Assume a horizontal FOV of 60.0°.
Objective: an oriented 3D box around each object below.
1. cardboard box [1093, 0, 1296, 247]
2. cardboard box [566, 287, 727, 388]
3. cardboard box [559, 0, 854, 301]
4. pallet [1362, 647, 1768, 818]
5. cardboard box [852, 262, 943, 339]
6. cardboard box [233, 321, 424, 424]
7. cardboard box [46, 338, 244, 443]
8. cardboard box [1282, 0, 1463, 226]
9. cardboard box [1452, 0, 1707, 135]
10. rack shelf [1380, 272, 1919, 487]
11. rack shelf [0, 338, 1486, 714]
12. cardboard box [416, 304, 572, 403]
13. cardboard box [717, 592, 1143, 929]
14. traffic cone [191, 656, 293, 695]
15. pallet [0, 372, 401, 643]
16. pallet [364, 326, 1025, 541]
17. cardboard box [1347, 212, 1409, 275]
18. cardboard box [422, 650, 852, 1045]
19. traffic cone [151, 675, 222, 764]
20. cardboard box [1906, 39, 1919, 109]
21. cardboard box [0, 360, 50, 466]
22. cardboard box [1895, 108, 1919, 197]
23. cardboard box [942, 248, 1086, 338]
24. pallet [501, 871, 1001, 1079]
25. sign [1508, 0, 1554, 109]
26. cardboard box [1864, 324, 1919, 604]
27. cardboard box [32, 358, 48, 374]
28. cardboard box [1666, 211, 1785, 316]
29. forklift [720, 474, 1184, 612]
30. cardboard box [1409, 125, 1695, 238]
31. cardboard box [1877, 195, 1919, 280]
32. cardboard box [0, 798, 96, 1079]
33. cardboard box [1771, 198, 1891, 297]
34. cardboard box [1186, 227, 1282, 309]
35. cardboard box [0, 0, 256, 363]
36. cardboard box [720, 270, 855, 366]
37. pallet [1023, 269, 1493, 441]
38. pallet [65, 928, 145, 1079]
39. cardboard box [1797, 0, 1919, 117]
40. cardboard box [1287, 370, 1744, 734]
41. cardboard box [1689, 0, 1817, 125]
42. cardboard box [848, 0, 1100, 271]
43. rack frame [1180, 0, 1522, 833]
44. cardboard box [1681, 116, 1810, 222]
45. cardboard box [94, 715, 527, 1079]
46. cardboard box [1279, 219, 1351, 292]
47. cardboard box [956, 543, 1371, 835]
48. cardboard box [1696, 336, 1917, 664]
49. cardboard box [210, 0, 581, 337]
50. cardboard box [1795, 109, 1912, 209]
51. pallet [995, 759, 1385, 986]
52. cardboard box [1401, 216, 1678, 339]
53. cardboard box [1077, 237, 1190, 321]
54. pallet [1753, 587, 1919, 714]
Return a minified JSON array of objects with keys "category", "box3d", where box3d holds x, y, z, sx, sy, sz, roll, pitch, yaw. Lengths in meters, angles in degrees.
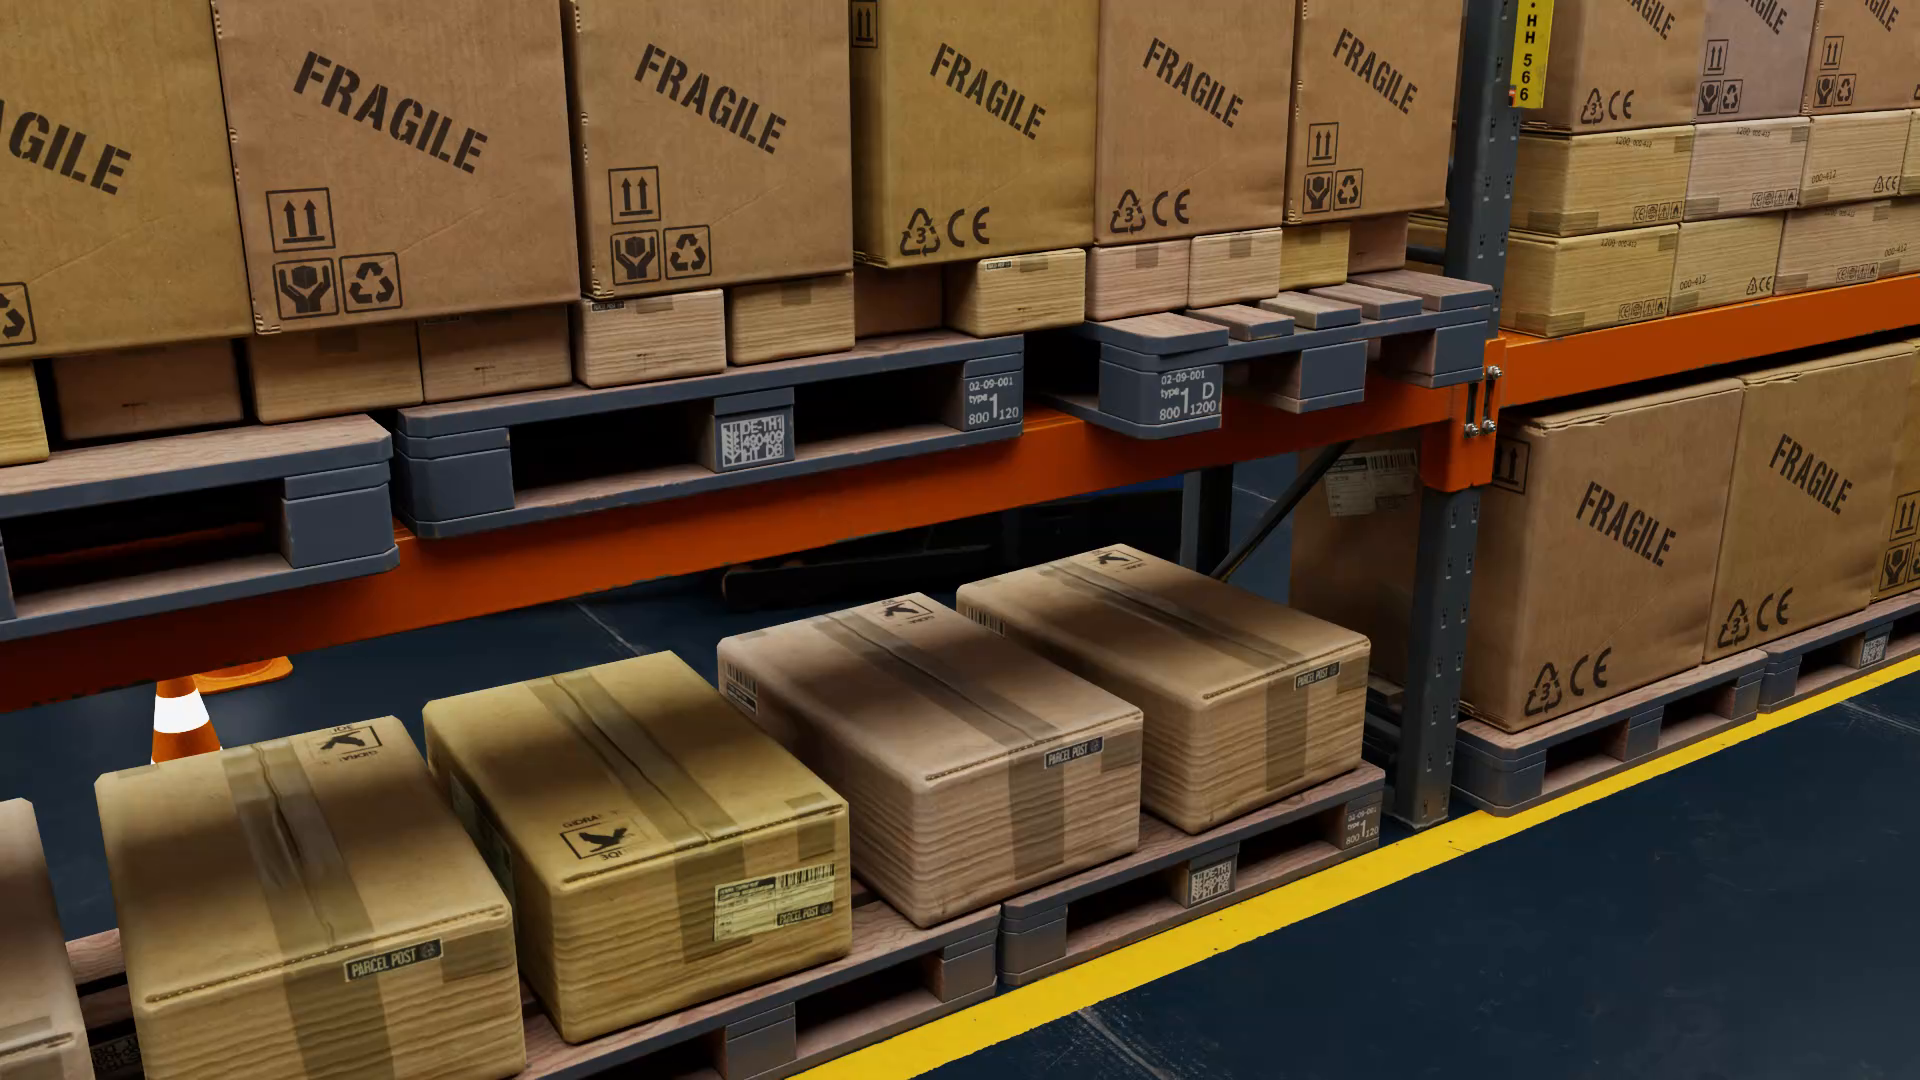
[{"category":"cardboard box","box3d":[0.341,-0.922,3.513,0.500,0.500,0.500,-12,22,-32]},{"category":"cardboard box","box3d":[-0.608,-0.394,2.963,0.250,0.149,0.380,-11,22,-29]},{"category":"cardboard box","box3d":[-0.537,-0.737,2.966,0.500,0.500,0.500,-13,23,-34]},{"category":"pallet","box3d":[1.693,0.419,5.177,1.213,0.211,1.003,-12,22,-31]},{"category":"cardboard box","box3d":[-0.237,-0.515,3.321,0.250,0.149,0.380,-12,22,-31]},{"category":"cardboard box","box3d":[-1.066,-0.318,2.738,0.250,0.149,0.380,-12,22,-31]},{"category":"cardboard box","box3d":[-1.304,-0.284,2.637,0.250,0.149,0.380,-10,21,-28]},{"category":"cardboard box","box3d":[0.766,-1.016,3.791,0.500,0.500,0.500,-13,22,-33]},{"category":"cardboard box","box3d":[1.540,-1.326,4.266,0.500,0.500,0.500,-13,22,-33]},{"category":"rack shelf","box3d":[2.664,-0.795,5.536,4.000,0.370,1.077,-12,22,-31]},{"category":"rack shelf","box3d":[-0.677,-0.090,3.452,4.000,0.370,1.077,-12,22,-31]},{"category":"cardboard box","box3d":[-0.859,-0.361,2.865,0.250,0.149,0.380,-12,22,-31]},{"category":"cardboard box","box3d":[-0.096,0.491,4.055,0.625,0.372,0.950,-12,22,-32]},{"category":"traffic cone","box3d":[-2.390,0.211,5.397,0.334,0.463,0.336,-12,22,-31]},{"category":"pallet","box3d":[-1.629,-0.084,2.609,1.213,0.211,1.003,-12,22,-31]},{"category":"pallet","box3d":[-0.638,-0.333,3.346,1.213,0.211,1.003,-12,22,-31]},{"category":"cardboard box","box3d":[0.849,-0.743,3.995,0.250,0.149,0.380,-11,22,-29]},{"category":"cardboard box","box3d":[-0.733,0.623,3.665,0.625,0.372,0.950,-11,22,-30]},{"category":"traffic cone","box3d":[-2.082,0.530,4.455,0.334,0.463,0.336,-12,22,-31]},{"category":"cardboard box","box3d":[2.812,-1.591,5.050,0.500,0.500,0.500,-12,22,-31]},{"category":"cardboard box","box3d":[-1.499,-0.213,2.429,0.250,0.149,0.380,-11,22,-30]},{"category":"cardboard box","box3d":[2.838,-1.234,5.164,0.500,0.250,0.500,-11,22,-30]},{"category":"cardboard box","box3d":[0.042,-0.525,3.352,0.250,0.149,0.380,-11,22,-30]},{"category":"pallet","box3d":[-0.678,0.888,3.788,1.213,0.211,1.003,-12,22,-31]},{"category":"sign","box3d":[1.300,-1.151,3.782,0.005,0.325,0.100,-12,22,-31]},{"category":"cardboard box","box3d":[3.110,-0.389,5.873,0.875,0.875,0.875,-11,22,-30]},{"category":"cardboard box","box3d":[-1.644,-0.420,3.040,0.250,0.149,0.380,-12,22,-32]},{"category":"cardboard box","box3d":[1.959,-0.827,4.740,0.500,0.250,0.500,-13,22,-33]},{"category":"forklift","box3d":[-0.651,-1.320,6.072,3.031,2.935,1.130,-5,19,-16]},{"category":"cardboard box","box3d":[1.552,-0.973,4.391,0.500,0.250,0.500,-12,22,-32]},{"category":"cardboard box","box3d":[2.811,-1.005,5.269,0.500,0.250,0.500,-12,22,-31]},{"category":"cardboard box","box3d":[-1.911,0.874,2.924,0.625,0.372,0.950,-12,22,-31]},{"category":"cardboard box","box3d":[2.401,-0.917,5.009,0.500,0.250,0.500,-11,22,-30]},{"category":"cardboard box","box3d":[0.479,-0.620,3.631,0.250,0.149,0.380,-12,22,-32]},{"category":"cardboard box","box3d":[-1.380,-0.560,2.443,0.500,0.500,0.500,-12,22,-31]},{"category":"cardboard box","box3d":[-0.402,-0.449,3.125,0.250,0.149,0.380,-13,22,-33]},{"category":"pallet","box3d":[0.457,-0.539,3.954,1.003,0.211,1.213,-12,22,-31]},{"category":"pallet","box3d":[-1.698,1.104,3.148,1.213,0.211,1.003,-12,22,-31]},{"category":"cardboard box","box3d":[2.389,-1.503,4.790,0.500,0.500,0.500,-11,22,-30]},{"category":"cardboard box","box3d":[1.616,-0.075,4.946,0.875,0.875,0.875,-12,22,-32]},{"category":"cardboard box","box3d":[1.949,-1.416,4.532,0.500,0.500,0.500,-12,22,-31]},{"category":"cardboard box","box3d":[-0.080,-0.833,3.249,0.500,0.500,0.500,-14,23,-35]},{"category":"rack frame","box3d":[0.993,-0.784,4.379,0.127,3.000,1.000,-12,22,-31]},{"category":"cardboard box","box3d":[1.984,-1.063,4.660,0.500,0.250,0.500,-11,22,-30]},{"category":"cardboard box","box3d":[-1.312,0.746,3.301,0.625,0.372,0.950,-10,21,-28]},{"category":"cardboard box","box3d":[0.665,-0.676,3.798,0.250,0.149,0.380,-12,22,-31]},{"category":"cardboard box","box3d":[0.516,0.359,4.446,0.625,0.372,0.950,-14,23,-35]},{"category":"cardboard box","box3d":[2.363,-0.231,5.407,0.875,0.875,0.875,-12,22,-31]},{"category":"cardboard box","box3d":[-0.960,-0.644,2.689,0.500,0.500,0.500,-12,22,-32]},{"category":"cardboard box","box3d":[2.408,-1.148,4.910,0.500,0.250,0.500,-12,22,-32]},{"category":"pallet","box3d":[0.340,0.675,4.419,1.213,0.211,1.003,-12,22,-31]},{"category":"cardboard box","box3d":[1.540,-0.731,4.459,0.500,0.250,0.500,-12,22,-32]},{"category":"cardboard box","box3d":[0.264,-0.578,3.506,0.250,0.149,0.380,-13,23,-34]},{"category":"pallet","box3d":[2.711,0.205,5.808,1.213,0.211,1.003,-12,22,-31]}]
